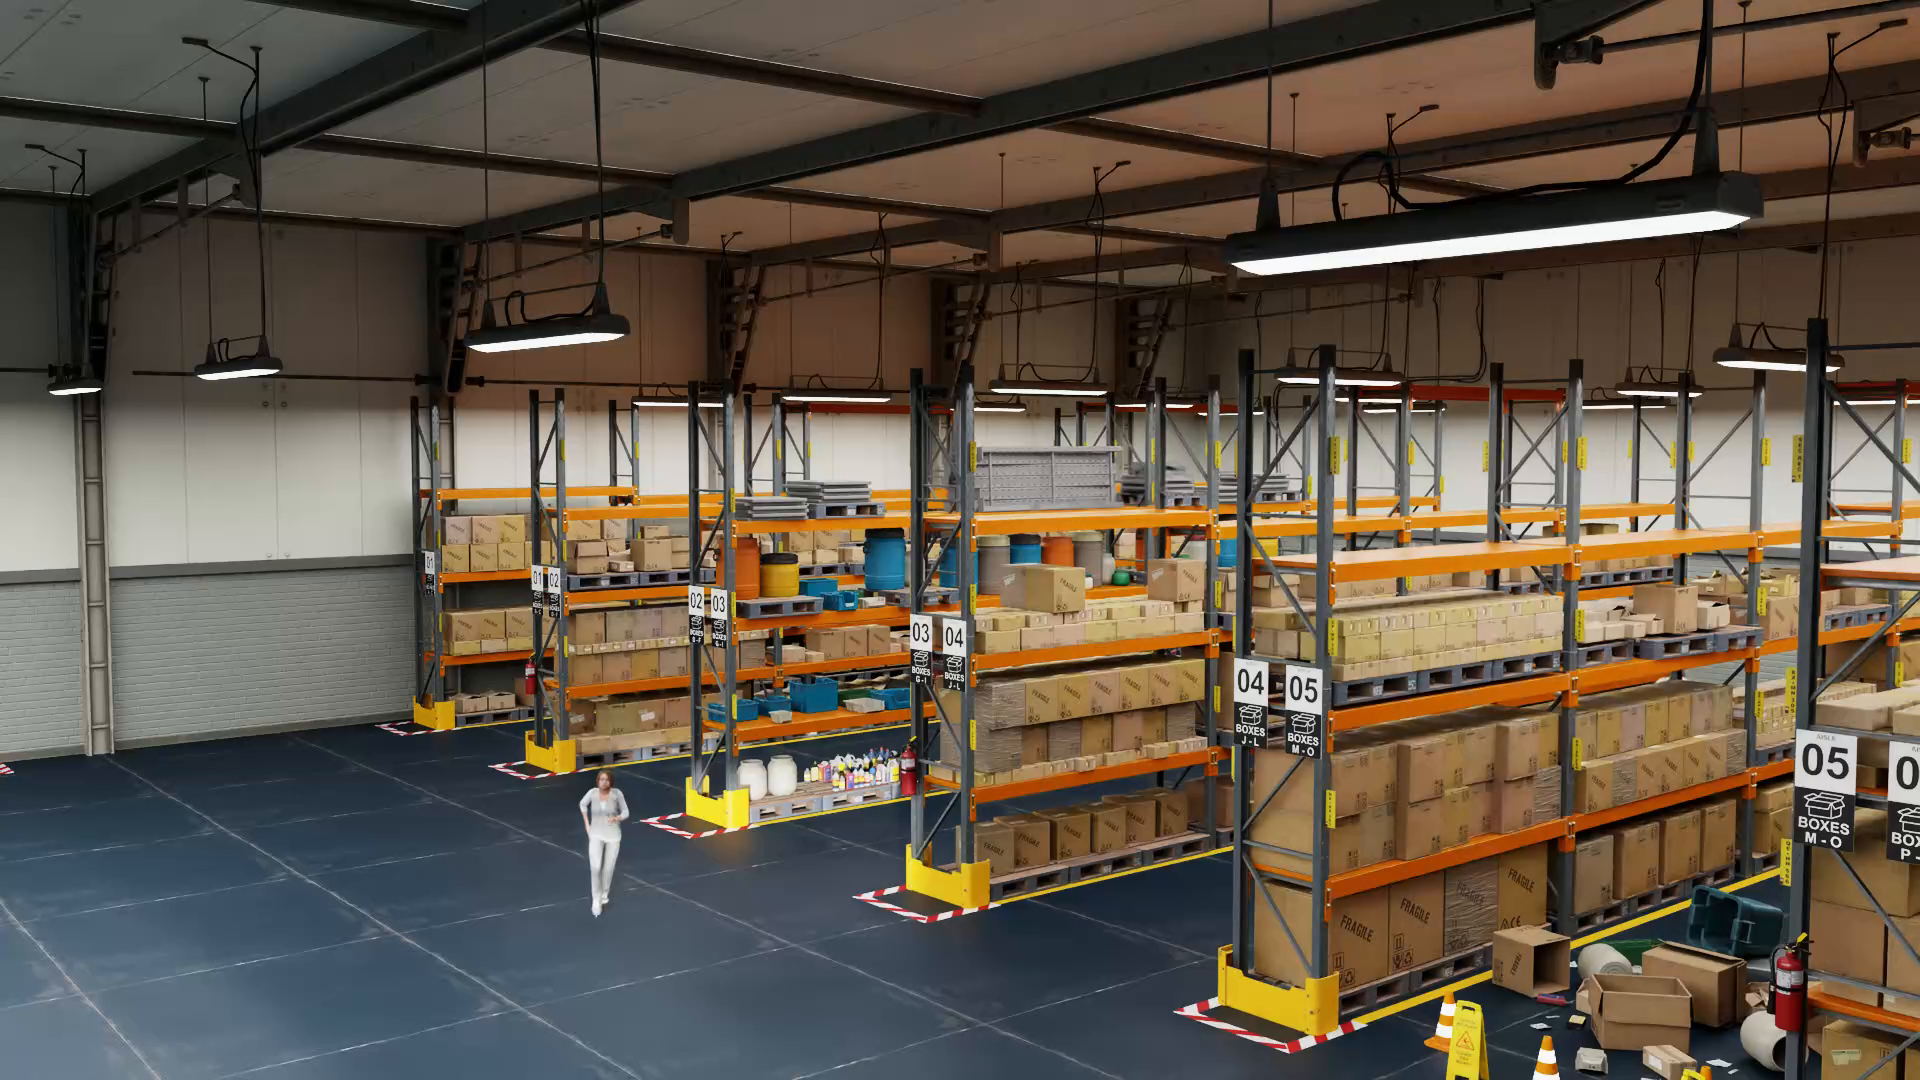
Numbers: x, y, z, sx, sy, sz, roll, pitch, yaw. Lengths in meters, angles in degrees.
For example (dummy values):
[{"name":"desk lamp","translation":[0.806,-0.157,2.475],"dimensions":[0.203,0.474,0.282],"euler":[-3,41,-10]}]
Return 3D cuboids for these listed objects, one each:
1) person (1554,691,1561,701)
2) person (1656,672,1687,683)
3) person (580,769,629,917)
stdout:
[{"name":"person","translation":[8.554,2.924,23.753],"dimensions":[0.574,1.714,0.783],"euler":[3,5,44]},{"name":"person","translation":[10.971,2.729,25.650],"dimensions":[0.670,1.760,0.966],"euler":[3,4,39]},{"name":"person","translation":[-3.898,3.297,18.264],"dimensions":[0.521,1.595,0.721],"euler":[-1,3,-14]}]
